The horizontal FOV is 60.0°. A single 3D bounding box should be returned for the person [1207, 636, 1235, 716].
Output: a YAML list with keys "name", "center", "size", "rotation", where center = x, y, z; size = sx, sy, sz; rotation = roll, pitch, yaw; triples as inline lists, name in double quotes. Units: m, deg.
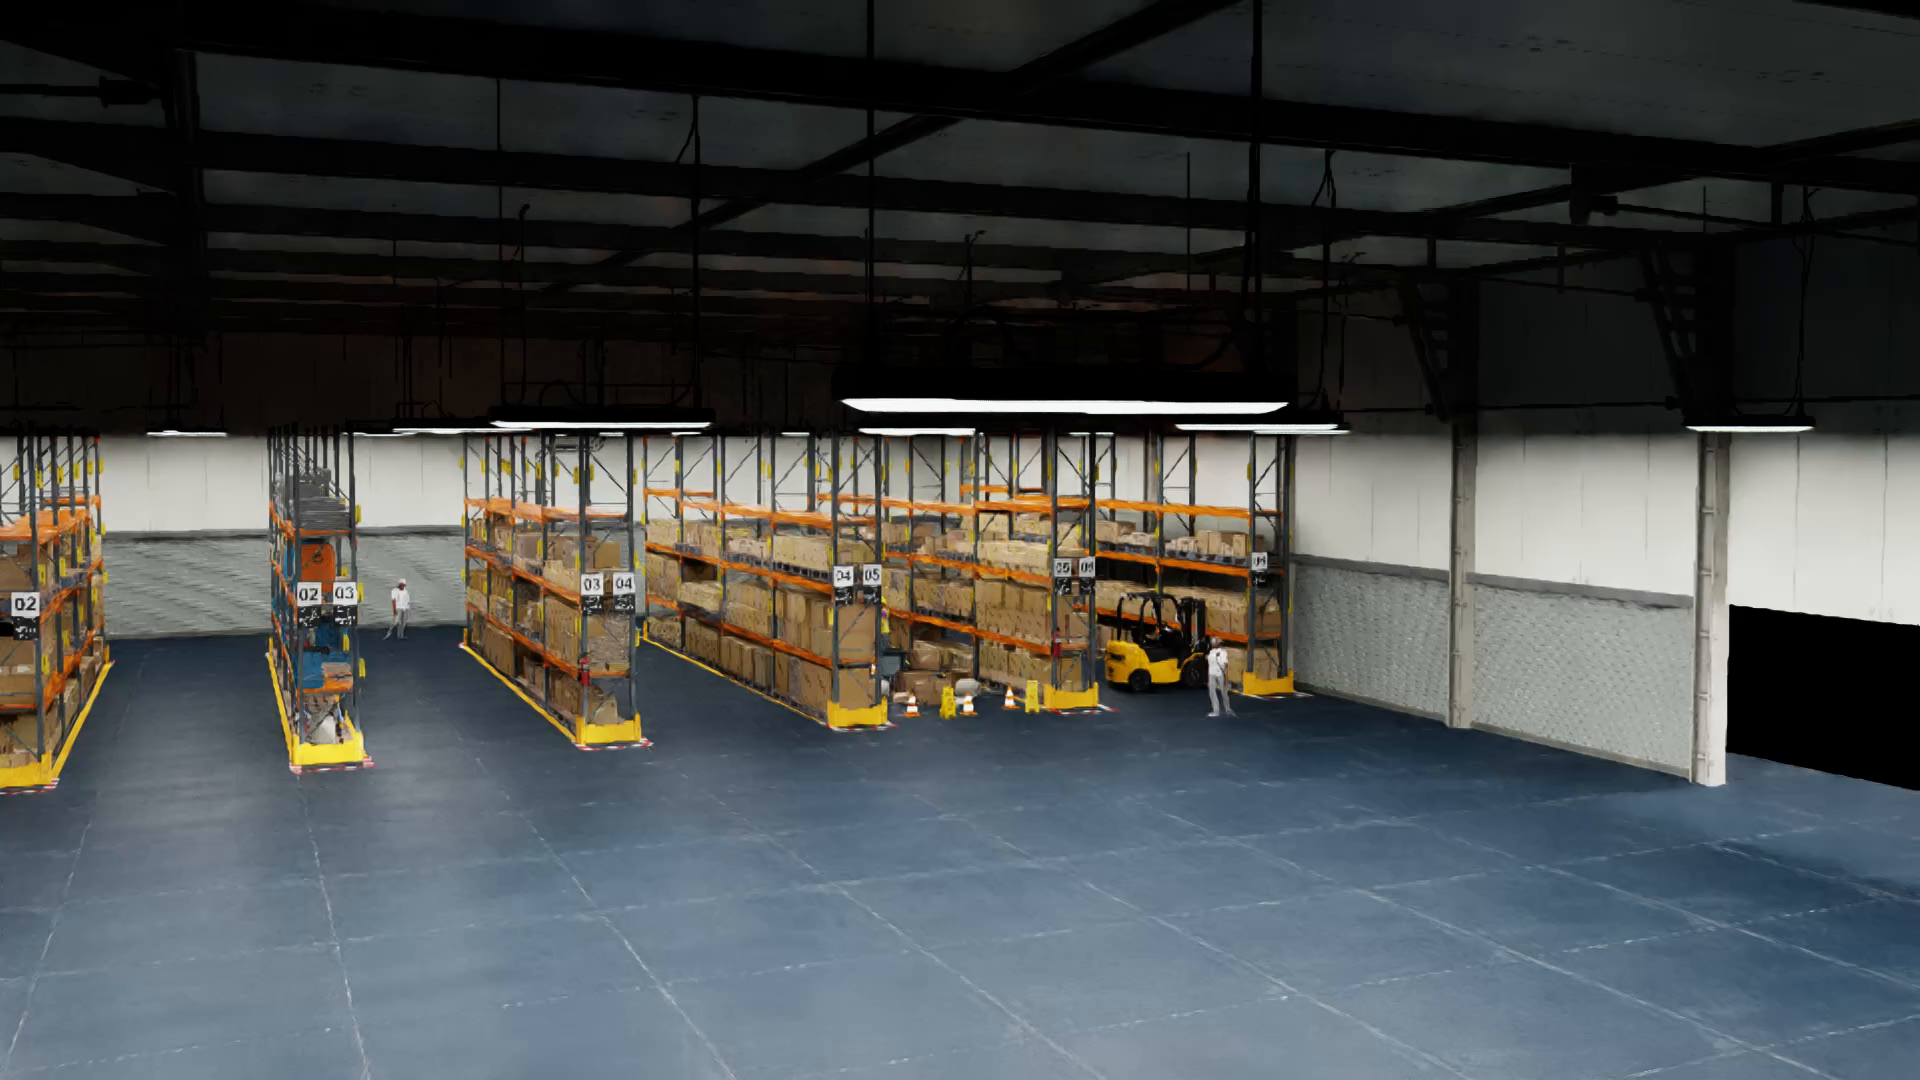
- name: "person"
  center: [5.375, 2.801, 34.355]
  size: [0.567, 1.665, 0.514]
  rotation: [3, 5, 41]

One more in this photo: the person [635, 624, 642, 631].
- name: "person"
  center: [-9.742, 1.844, 48.752]
  size: [0.576, 1.773, 0.775]
  rotation: [1, 4, 12]

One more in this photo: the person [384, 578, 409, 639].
- name: "person"
  center: [-15.991, 1.960, 47.231]
  size: [0.510, 1.757, 0.744]
  rotation: [2, 4, 24]

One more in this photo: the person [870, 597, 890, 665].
- name: "person"
  center: [-1.974, 2.292, 41.520]
  size: [0.585, 1.763, 0.682]
  rotation: [0, 3, -1]
